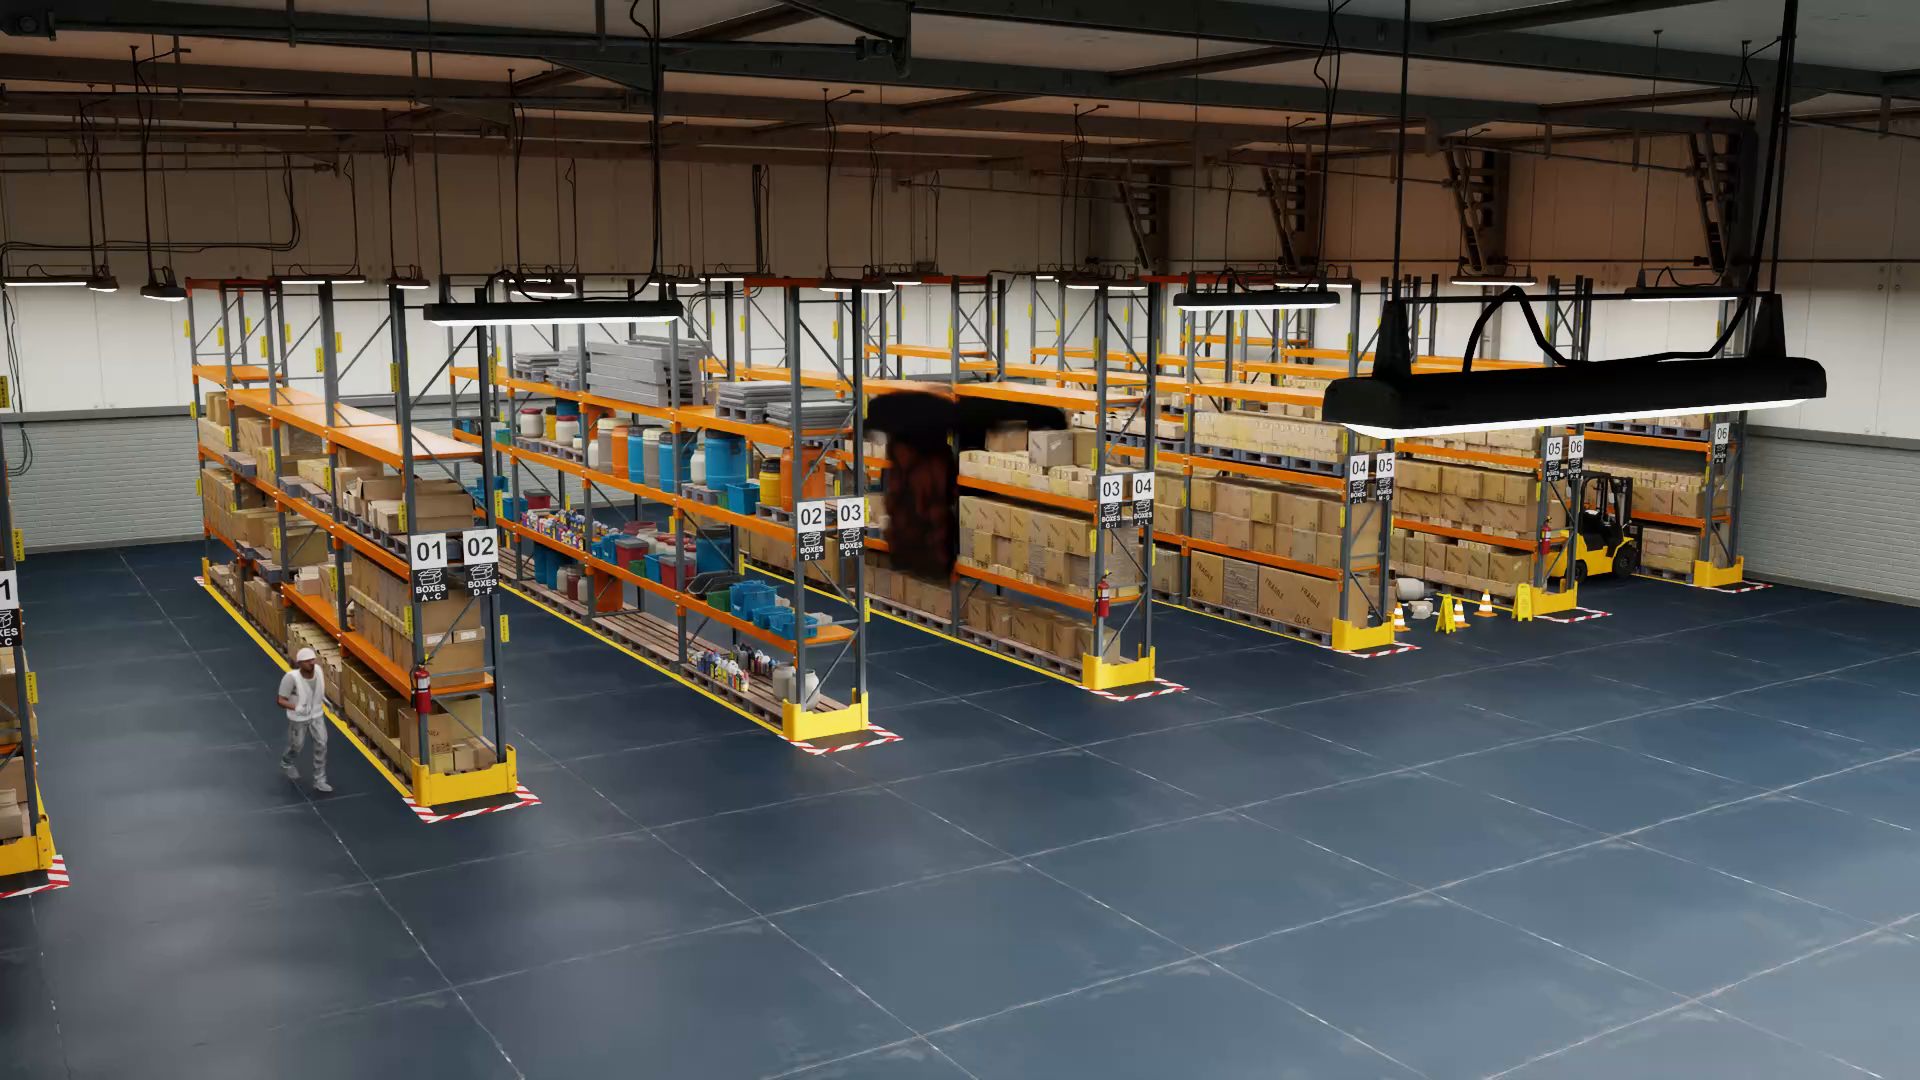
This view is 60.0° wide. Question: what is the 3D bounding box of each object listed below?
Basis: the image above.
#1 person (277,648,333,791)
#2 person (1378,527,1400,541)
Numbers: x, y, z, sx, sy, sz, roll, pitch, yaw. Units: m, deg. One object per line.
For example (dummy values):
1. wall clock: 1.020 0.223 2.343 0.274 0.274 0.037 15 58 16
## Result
1. person: -7.922 2.129 20.049 0.971 1.747 0.705 9 13 42
2. person: 9.253 -0.262 35.477 1.043 1.403 0.529 7 12 35
